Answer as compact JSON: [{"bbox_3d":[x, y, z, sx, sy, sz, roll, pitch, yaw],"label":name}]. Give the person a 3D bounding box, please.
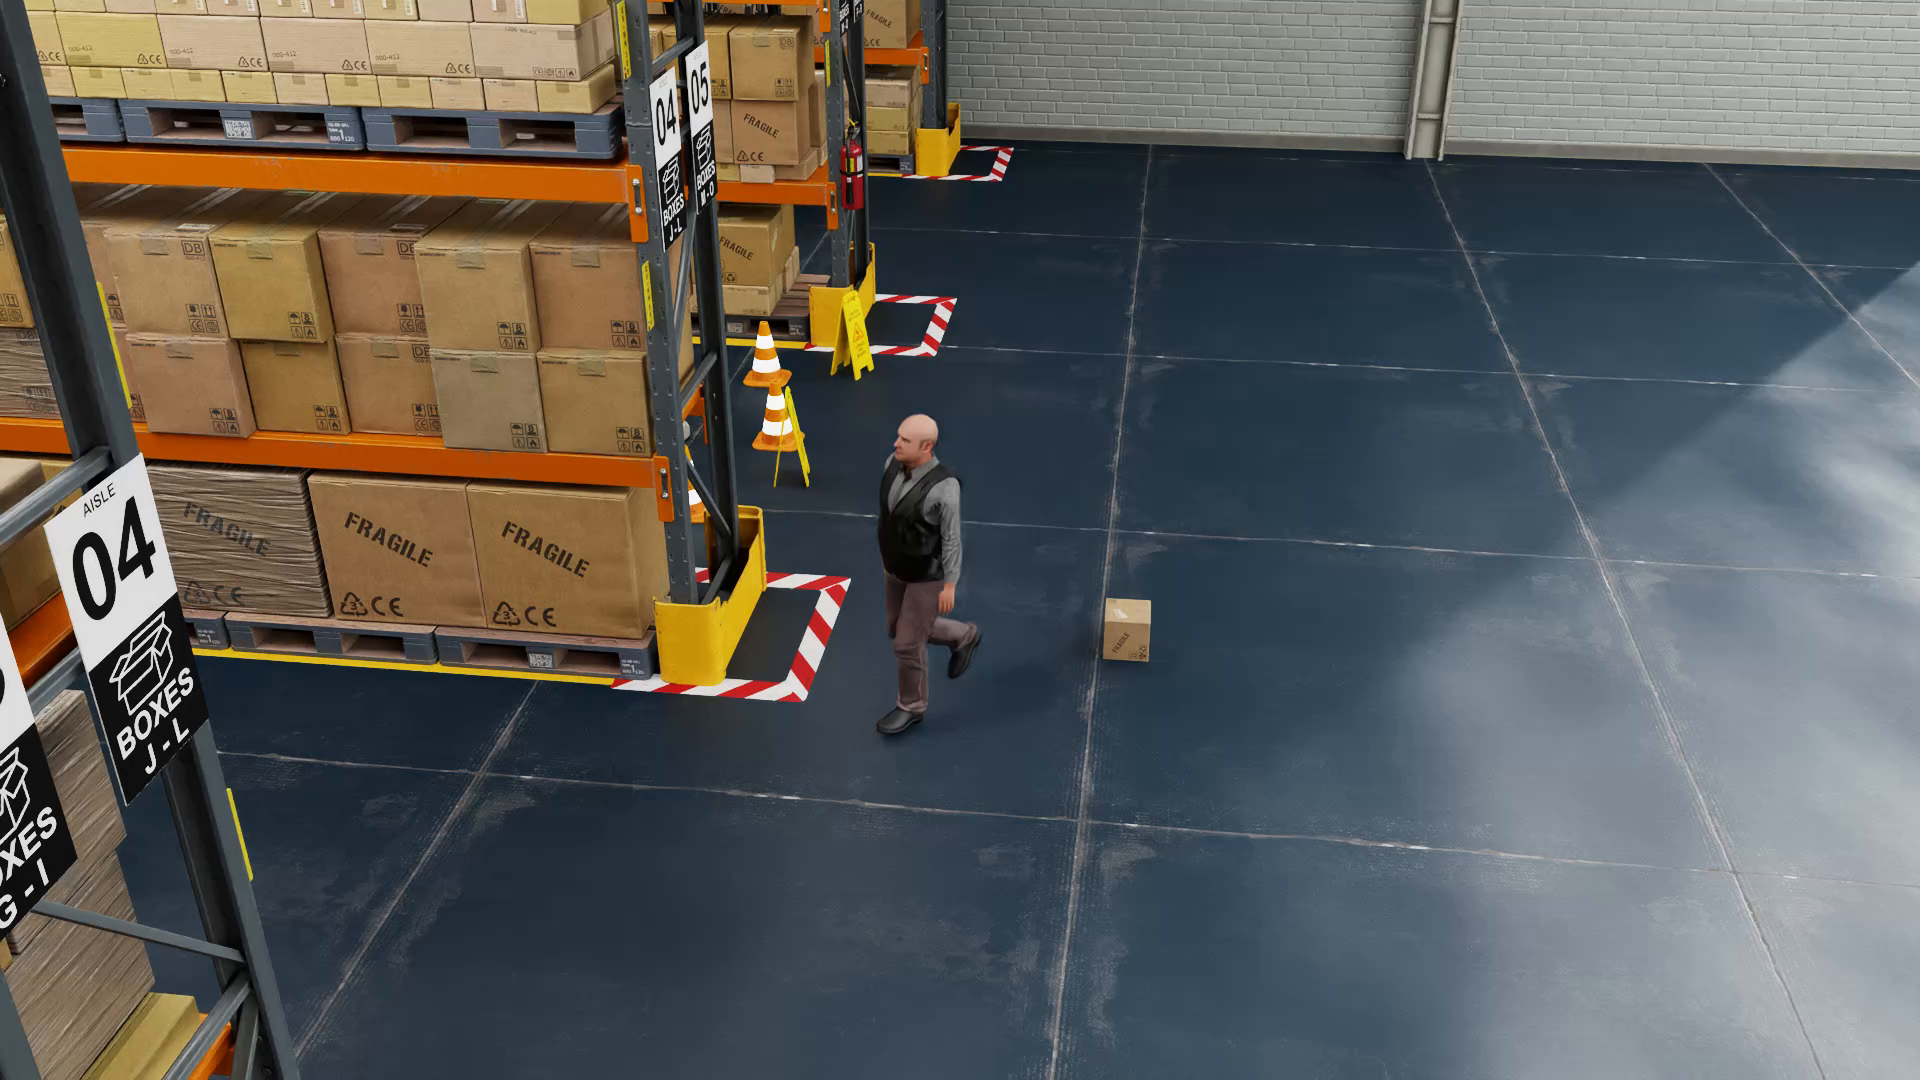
[{"bbox_3d":[-0.176,0.129,8.383,0.729,1.702,0.549,-19,34,-32],"label":"person"}]
